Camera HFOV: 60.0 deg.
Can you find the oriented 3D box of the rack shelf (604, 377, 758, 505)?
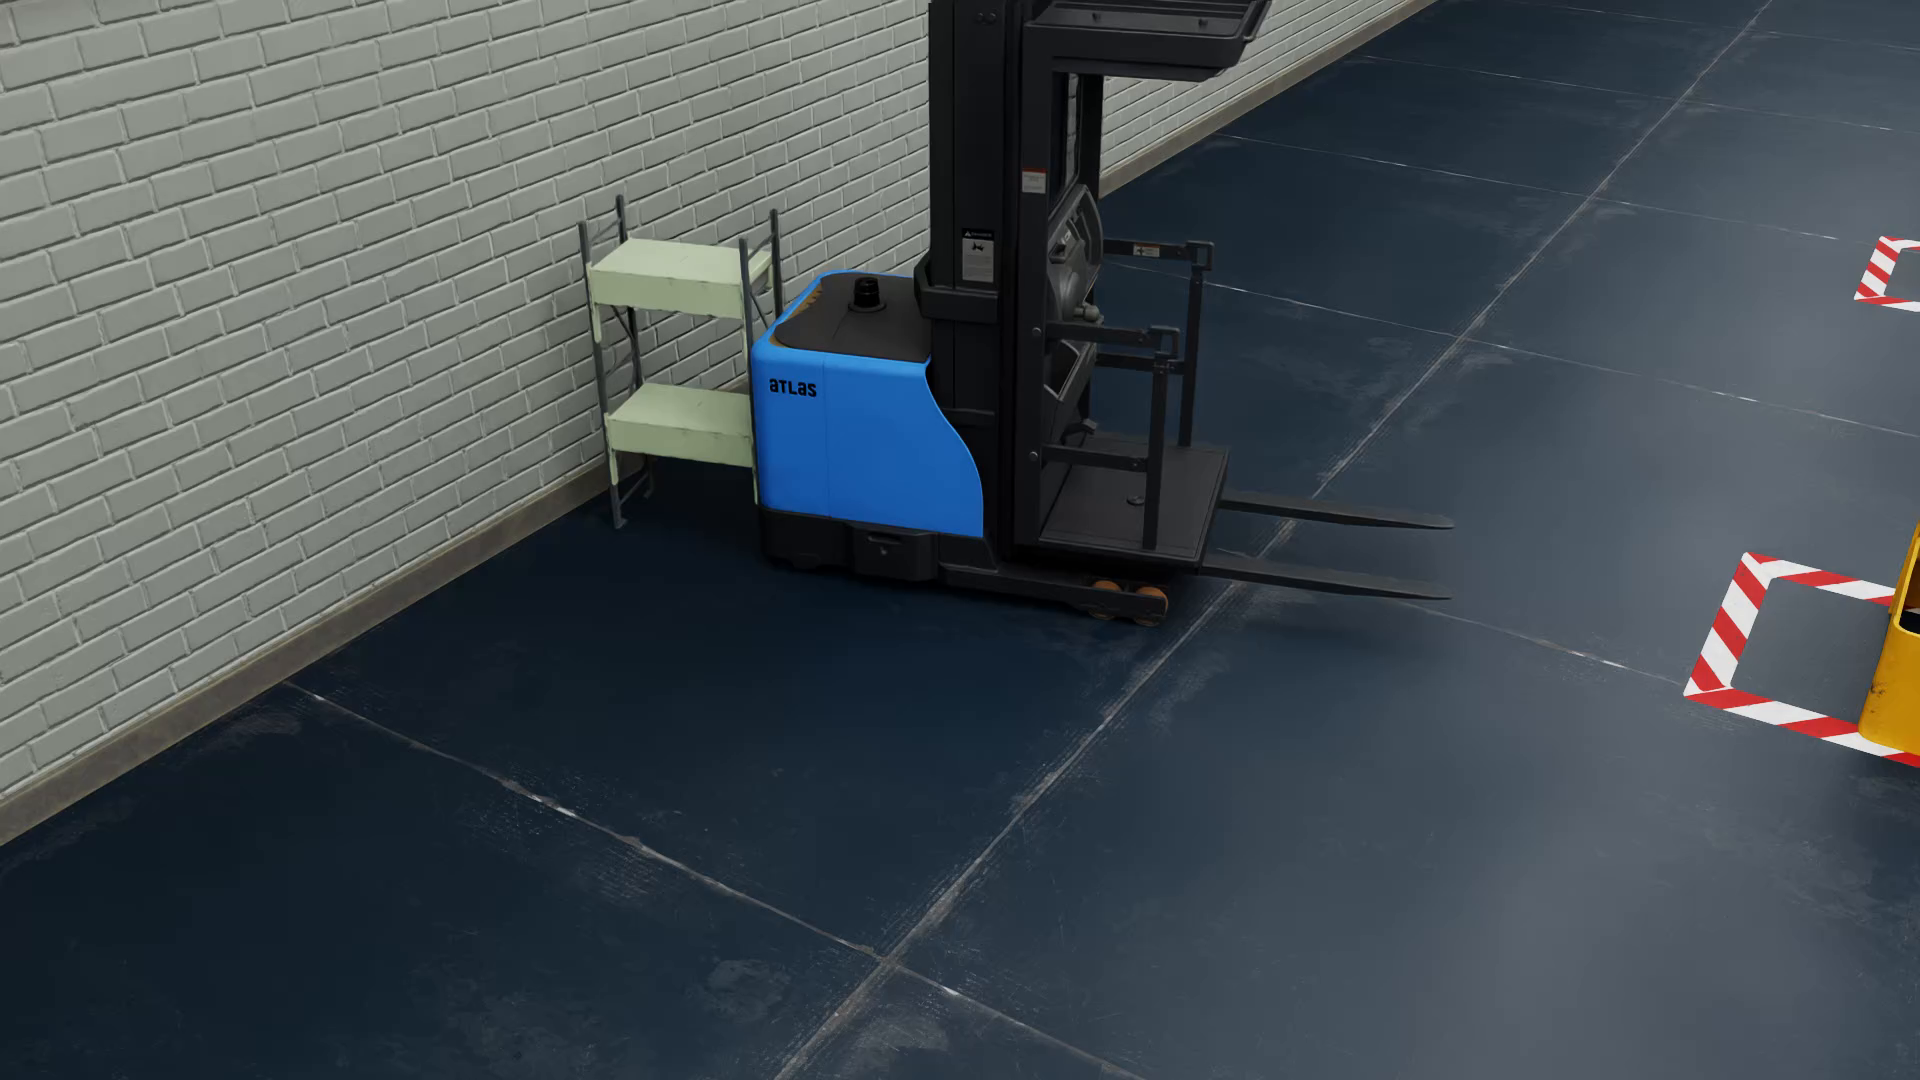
[{"bbox_3d":[-1.212,-0.466,7.708,0.720,0.370,0.431,8,31,13],"label":"rack shelf"}]

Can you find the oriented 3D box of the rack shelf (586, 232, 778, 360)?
[{"bbox_3d":[-1.212,-1.085,7.347,0.720,0.370,0.431,8,31,13],"label":"rack shelf"}]

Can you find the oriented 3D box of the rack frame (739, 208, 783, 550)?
[{"bbox_3d":[-0.858,-0.700,7.461,0.023,1.500,0.400,8,31,13],"label":"rack frame"}]

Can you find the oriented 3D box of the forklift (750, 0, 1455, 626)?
[{"bbox_3d":[0.668,-1.195,6.890,3.031,2.935,1.130,8,31,13],"label":"forklift"}]

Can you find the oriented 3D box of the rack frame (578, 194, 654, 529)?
[{"bbox_3d":[-1.565,-0.796,7.626,0.023,1.500,0.400,8,31,13],"label":"rack frame"}]

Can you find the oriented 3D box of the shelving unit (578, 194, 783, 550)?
[{"bbox_3d":[-1.212,-0.748,7.544,0.755,1.500,0.431,8,31,13],"label":"shelving unit"}]

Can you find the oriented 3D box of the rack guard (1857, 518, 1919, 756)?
[{"bbox_3d":[3.925,0.344,6.664,0.348,0.500,1.175,18,35,27],"label":"rack guard"}]
